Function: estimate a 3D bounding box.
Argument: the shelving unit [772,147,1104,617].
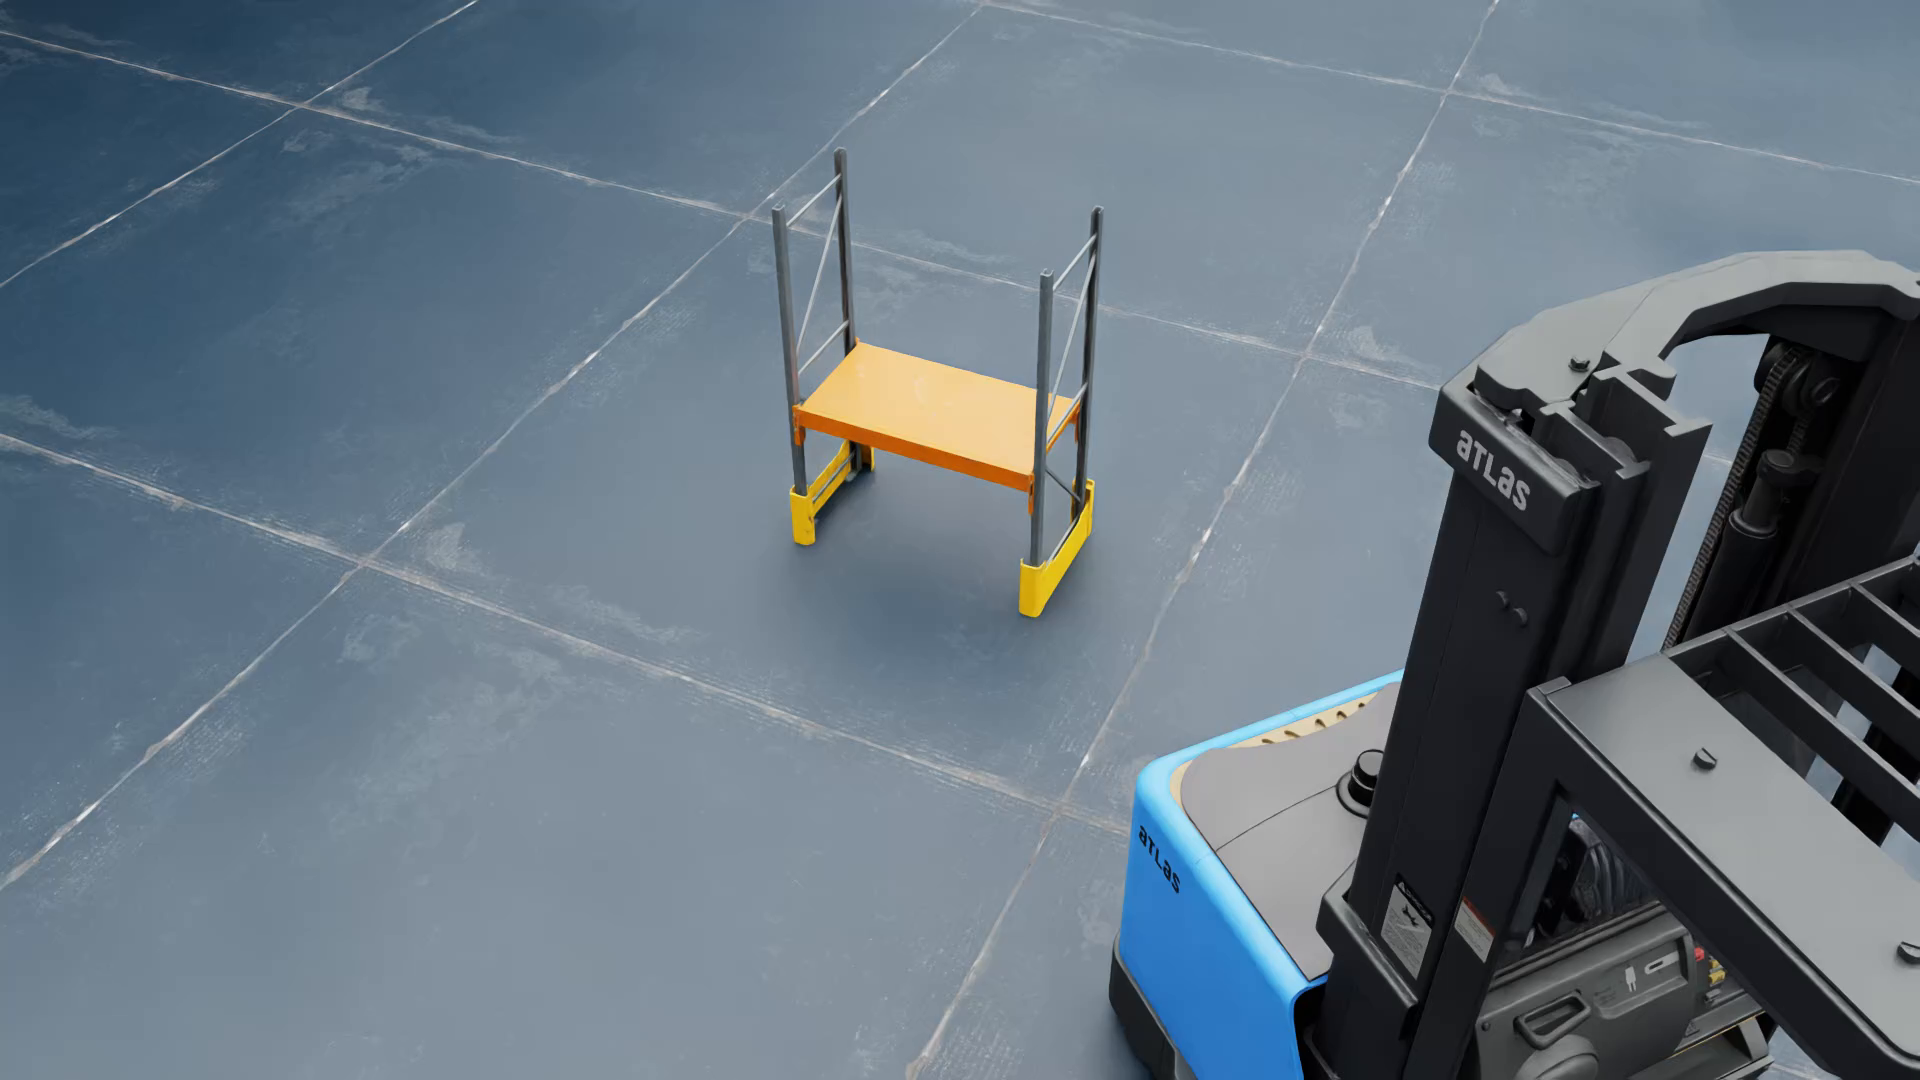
[{"bbox_3d":[-0.069,-0.588,6.283,1.083,1.500,0.587,17,44,19],"label":"shelving unit"}]

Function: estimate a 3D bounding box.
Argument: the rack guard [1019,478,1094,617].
[{"bbox_3d":[0.382,0.022,6.533,0.087,0.250,0.587,17,44,19],"label":"rack guard"}]

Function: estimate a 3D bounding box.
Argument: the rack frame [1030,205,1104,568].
[{"bbox_3d":[0.383,-0.450,6.124,0.032,1.500,0.500,17,44,19],"label":"rack frame"}]

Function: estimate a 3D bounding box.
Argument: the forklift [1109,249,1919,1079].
[{"bbox_3d":[1.530,1.049,3.302,1.130,2.935,3.031,-17,44,-19],"label":"forklift"}]

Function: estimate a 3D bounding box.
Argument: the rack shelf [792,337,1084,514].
[{"bbox_3d":[-0.077,-0.454,6.404,1.000,0.185,0.538,17,44,19],"label":"rack shelf"}]

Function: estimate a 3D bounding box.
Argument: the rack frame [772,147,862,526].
[{"bbox_3d":[-0.538,-0.731,6.448,0.032,1.500,0.500,17,44,19],"label":"rack frame"}]

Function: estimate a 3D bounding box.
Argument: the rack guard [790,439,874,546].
[{"bbox_3d":[-0.520,-0.253,6.852,0.087,0.250,0.587,17,44,19],"label":"rack guard"}]
